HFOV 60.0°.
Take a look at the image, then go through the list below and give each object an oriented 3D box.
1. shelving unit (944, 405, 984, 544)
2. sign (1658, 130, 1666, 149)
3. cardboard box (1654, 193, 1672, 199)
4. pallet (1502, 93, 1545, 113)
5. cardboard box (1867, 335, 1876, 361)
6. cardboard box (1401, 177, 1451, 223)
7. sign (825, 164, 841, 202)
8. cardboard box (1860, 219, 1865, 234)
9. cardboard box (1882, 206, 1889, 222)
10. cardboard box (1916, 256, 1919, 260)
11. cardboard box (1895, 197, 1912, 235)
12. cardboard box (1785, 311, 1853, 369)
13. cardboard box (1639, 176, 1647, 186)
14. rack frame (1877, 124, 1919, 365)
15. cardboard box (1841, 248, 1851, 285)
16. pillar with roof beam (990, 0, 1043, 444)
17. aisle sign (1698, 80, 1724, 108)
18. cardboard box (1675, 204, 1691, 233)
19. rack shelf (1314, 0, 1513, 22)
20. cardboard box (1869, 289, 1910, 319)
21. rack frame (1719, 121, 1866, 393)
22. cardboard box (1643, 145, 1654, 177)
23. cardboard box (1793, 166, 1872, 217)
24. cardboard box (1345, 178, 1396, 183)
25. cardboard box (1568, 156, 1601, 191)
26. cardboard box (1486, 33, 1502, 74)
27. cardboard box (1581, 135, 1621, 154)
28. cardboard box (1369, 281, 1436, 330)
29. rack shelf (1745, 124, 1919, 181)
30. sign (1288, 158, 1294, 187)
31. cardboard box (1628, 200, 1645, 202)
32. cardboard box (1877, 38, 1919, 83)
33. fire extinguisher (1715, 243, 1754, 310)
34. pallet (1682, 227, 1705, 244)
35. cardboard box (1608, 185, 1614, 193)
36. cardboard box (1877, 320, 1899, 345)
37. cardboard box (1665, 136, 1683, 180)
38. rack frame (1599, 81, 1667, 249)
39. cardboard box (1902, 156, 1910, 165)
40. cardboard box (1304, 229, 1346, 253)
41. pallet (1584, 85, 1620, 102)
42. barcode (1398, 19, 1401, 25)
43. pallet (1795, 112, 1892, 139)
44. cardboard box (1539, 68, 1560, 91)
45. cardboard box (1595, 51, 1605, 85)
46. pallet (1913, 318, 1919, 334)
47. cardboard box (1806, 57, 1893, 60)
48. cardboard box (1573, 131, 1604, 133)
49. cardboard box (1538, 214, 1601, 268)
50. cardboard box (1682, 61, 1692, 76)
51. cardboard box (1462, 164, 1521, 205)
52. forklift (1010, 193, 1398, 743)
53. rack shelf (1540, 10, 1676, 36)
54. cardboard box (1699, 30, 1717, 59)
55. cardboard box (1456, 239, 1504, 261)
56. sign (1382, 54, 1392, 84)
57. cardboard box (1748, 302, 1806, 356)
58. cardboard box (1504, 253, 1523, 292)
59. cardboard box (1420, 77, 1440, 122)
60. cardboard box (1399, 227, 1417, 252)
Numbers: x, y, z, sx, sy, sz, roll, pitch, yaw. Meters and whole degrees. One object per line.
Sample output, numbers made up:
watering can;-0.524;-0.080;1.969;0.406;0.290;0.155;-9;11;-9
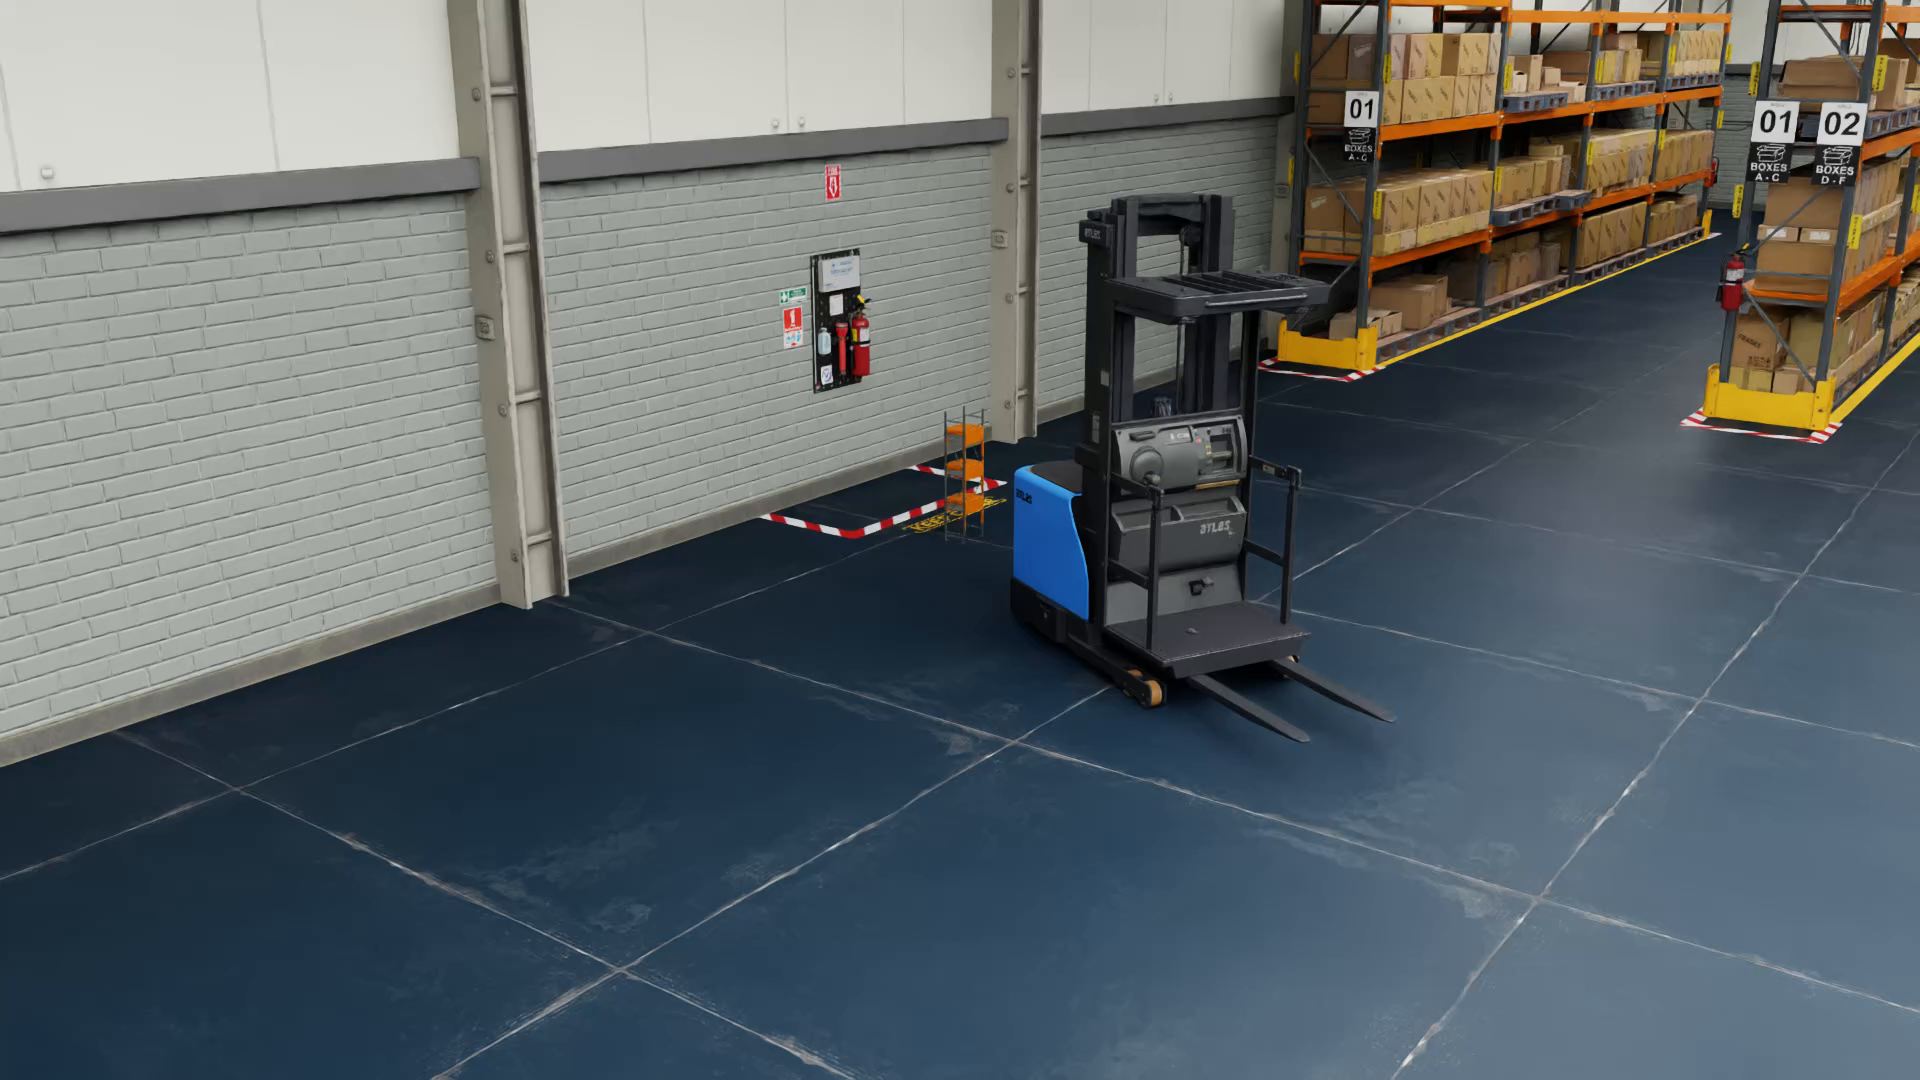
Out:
shelving unit;0.032;-0.514;13.129;0.215;1.050;0.252;12;21;35
sign;11.972;-6.836;28.380;0.100;0.325;0.005;12;21;35
cardboard box;13.190;-6.444;31.349;0.380;0.149;0.250;12;21;35
pallet;7.217;-5.980;22.702;1.213;0.211;1.003;12;21;35
cardboard box;10.338;-2.256;19.378;0.500;0.250;0.500;12;21;35
cardboard box;5.820;-4.276;20.910;0.500;0.500;0.500;13;22;36
sign;-1.060;-2.988;13.898;0.001;0.298;0.199;12;21;35
cardboard box;9.382;-3.341;17.682;0.380;0.149;0.250;12;21;33
cardboard box;10.296;-3.705;18.856;0.380;0.149;0.250;12;21;35
cardboard box;13.936;-3.787;23.855;0.500;0.500;0.500;12;21;33
cardboard box;11.827;-4.107;21.243;0.500;0.500;0.500;12;21;35
cardboard box;9.156;-2.135;17.726;0.500;0.500;0.500;12;21;35
cardboard box;11.425;-6.109;28.249;0.380;0.149;0.250;13;21;36
rack frame;10.744;-3.635;19.890;1.000;3.000;0.127;12;21;35
cardboard box;8.958;-2.964;17.563;0.700;0.500;0.500;13;22;36
pillar with roof beam;3.985;-4.551;12.726;9.100;9.000;0.400;12;21;35
aisle sign;14.198;-8.573;31.409;0.394;0.787;0.004;12;21;35
cardboard box;13.279;-6.070;31.240;0.700;0.500;0.500;12;21;35
rack shelf;5.572;-6.553;20.389;1.077;0.370;4.000;12;21;35
cardboard box;11.493;-2.963;20.708;0.500;0.311;0.500;12;21;34
rack frame;8.361;-2.682;16.822;1.000;3.000;0.127;12;21;35
cardboard box;11.458;-6.459;28.282;0.500;0.500;0.500;12;21;34
cardboard box;9.290;-3.717;17.800;0.700;0.500;0.500;13;21;35
cardboard box;5.103;-4.244;20.808;0.500;0.500;0.500;12;21;33
cardboard box;9.642;-5.732;25.939;0.500;0.500;0.500;13;22;36
cardboard box;6.683;-6.309;21.556;0.500;0.500;0.500;10;20;30
cardboard box;10.239;-6.330;26.600;0.500;0.250;0.500;13;21;35
cardboard box;5.682;-3.023;21.394;0.700;0.500;0.500;11;20;31
rack shelf;9.553;-4.247;18.018;1.077;0.370;4.000;12;21;35
sign;3.947;-4.363;19.751;0.100;0.325;0.005;12;21;35
cardboard box;12.281;-6.080;30.179;0.380;0.149;0.250;12;21;33
cardboard box;11.144;-5.694;19.744;0.500;0.500;0.500;13;21;35
fire extinguisher;7.918;-2.699;17.007;0.296;0.674;0.183;12;21;35
pallet;13.500;-5.831;31.665;1.003;0.211;1.213;12;21;35
cardboard box;10.435;-5.756;27.111;0.380;0.149;0.250;13;21;35
cardboard box;11.184;-2.574;20.404;0.500;0.250;0.500;12;21;33
cardboard box;12.306;-6.857;29.761;0.980;0.700;0.700;12;21;33
rack frame;11.530;-6.414;28.842;1.000;3.000;0.127;12;21;35
cardboard box;14.690;-5.540;25.149;0.500;0.500;0.700;-16;23;-42
cardboard box;4.503;-3.640;20.126;0.500;0.250;0.500;13;21;35
pallet;9.488;-6.967;25.881;1.213;0.211;1.003;14;22;37
barcode;5.590;-6.594;21.158;0.001;0.075;0.075;12;21;35
pallet;8.803;-4.236;16.918;1.003;0.211;1.213;12;21;35
cardboard box;8.300;-6.661;24.369;0.797;0.503;0.637;16;24;42
cardboard box;9.663;-7.413;26.090;0.700;0.500;0.500;11;20;32
pallet;12.606;-3.066;22.762;1.003;0.211;1.213;12;21;35
cardboard box;9.662;-5.014;18.155;0.797;0.503;0.637;15;23;41
cardboard box;10.446;-6.662;27.672;0.500;0.250;0.500;12;21;33
cardboard box;9.691;-4.788;26.520;0.750;0.750;0.750;12;21;34
cardboard box;12.469;-8.260;29.105;0.500;0.250;0.500;12;21;34
cardboard box;7.433;-5.014;23.421;0.700;0.500;0.500;15;23;40
forklift;1.462;-0.541;10.045;1.130;2.935;3.031;-9;19;-26
rack shelf;10.339;-8.269;26.584;1.077;0.370;4.000;12;21;35
cardboard box;13.390;-8.995;30.204;0.500;0.500;0.500;13;22;36
cardboard box;7.449;-4.167;23.814;0.500;0.250;0.500;12;21;34
sign;4.816;-5.310;18.755;0.100;0.325;0.005;12;21;35
cardboard box;9.026;-2.348;18.412;0.500;0.500;0.500;12;21;35
cardboard box;7.793;-3.950;24.379;0.700;0.500;0.500;13;21;35
cardboard box;5.435;-5.328;20.082;0.500;0.500;0.500;14;22;37
cardboard box;5.224;-3.681;20.257;0.500;0.250;0.500;12;21;33
